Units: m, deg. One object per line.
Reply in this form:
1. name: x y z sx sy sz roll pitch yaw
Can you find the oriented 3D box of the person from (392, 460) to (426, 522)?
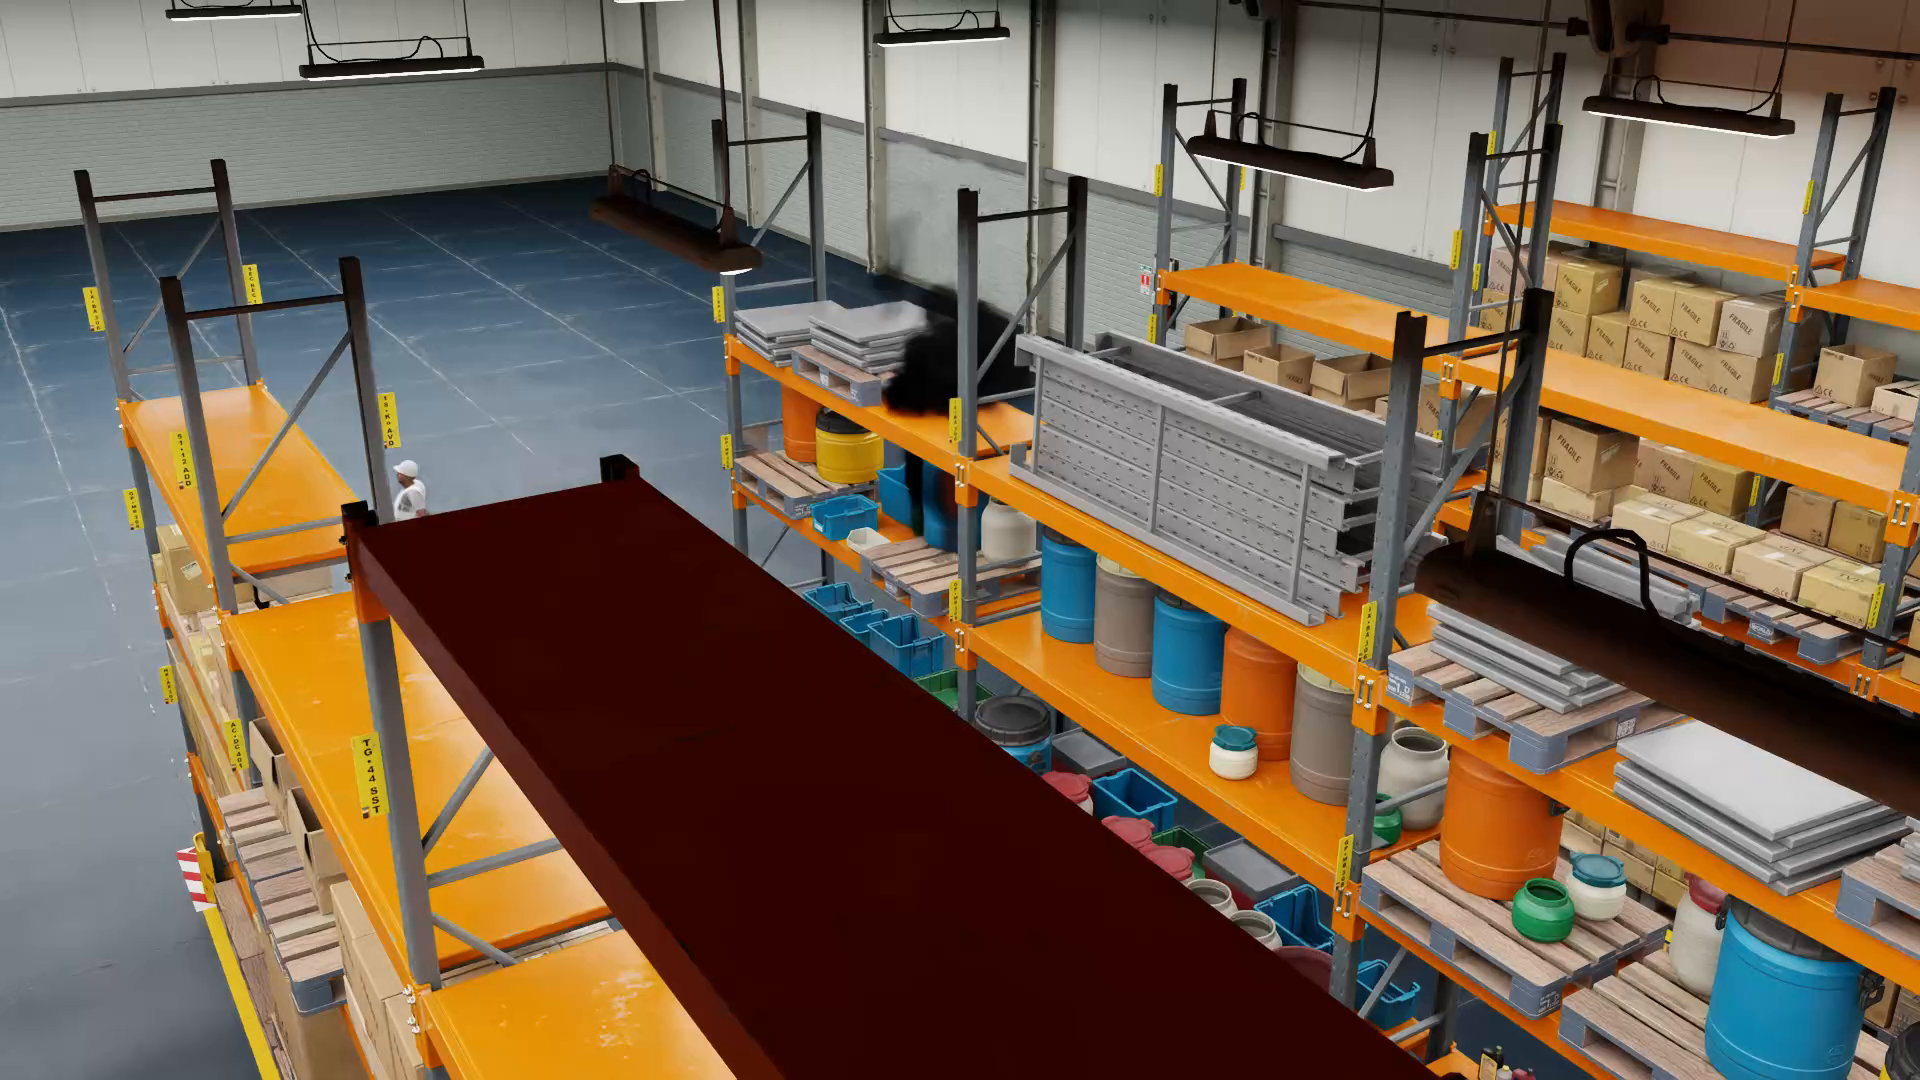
1. person: -6.379 -0.081 19.184 0.633 1.738 0.662 -2 22 -4
